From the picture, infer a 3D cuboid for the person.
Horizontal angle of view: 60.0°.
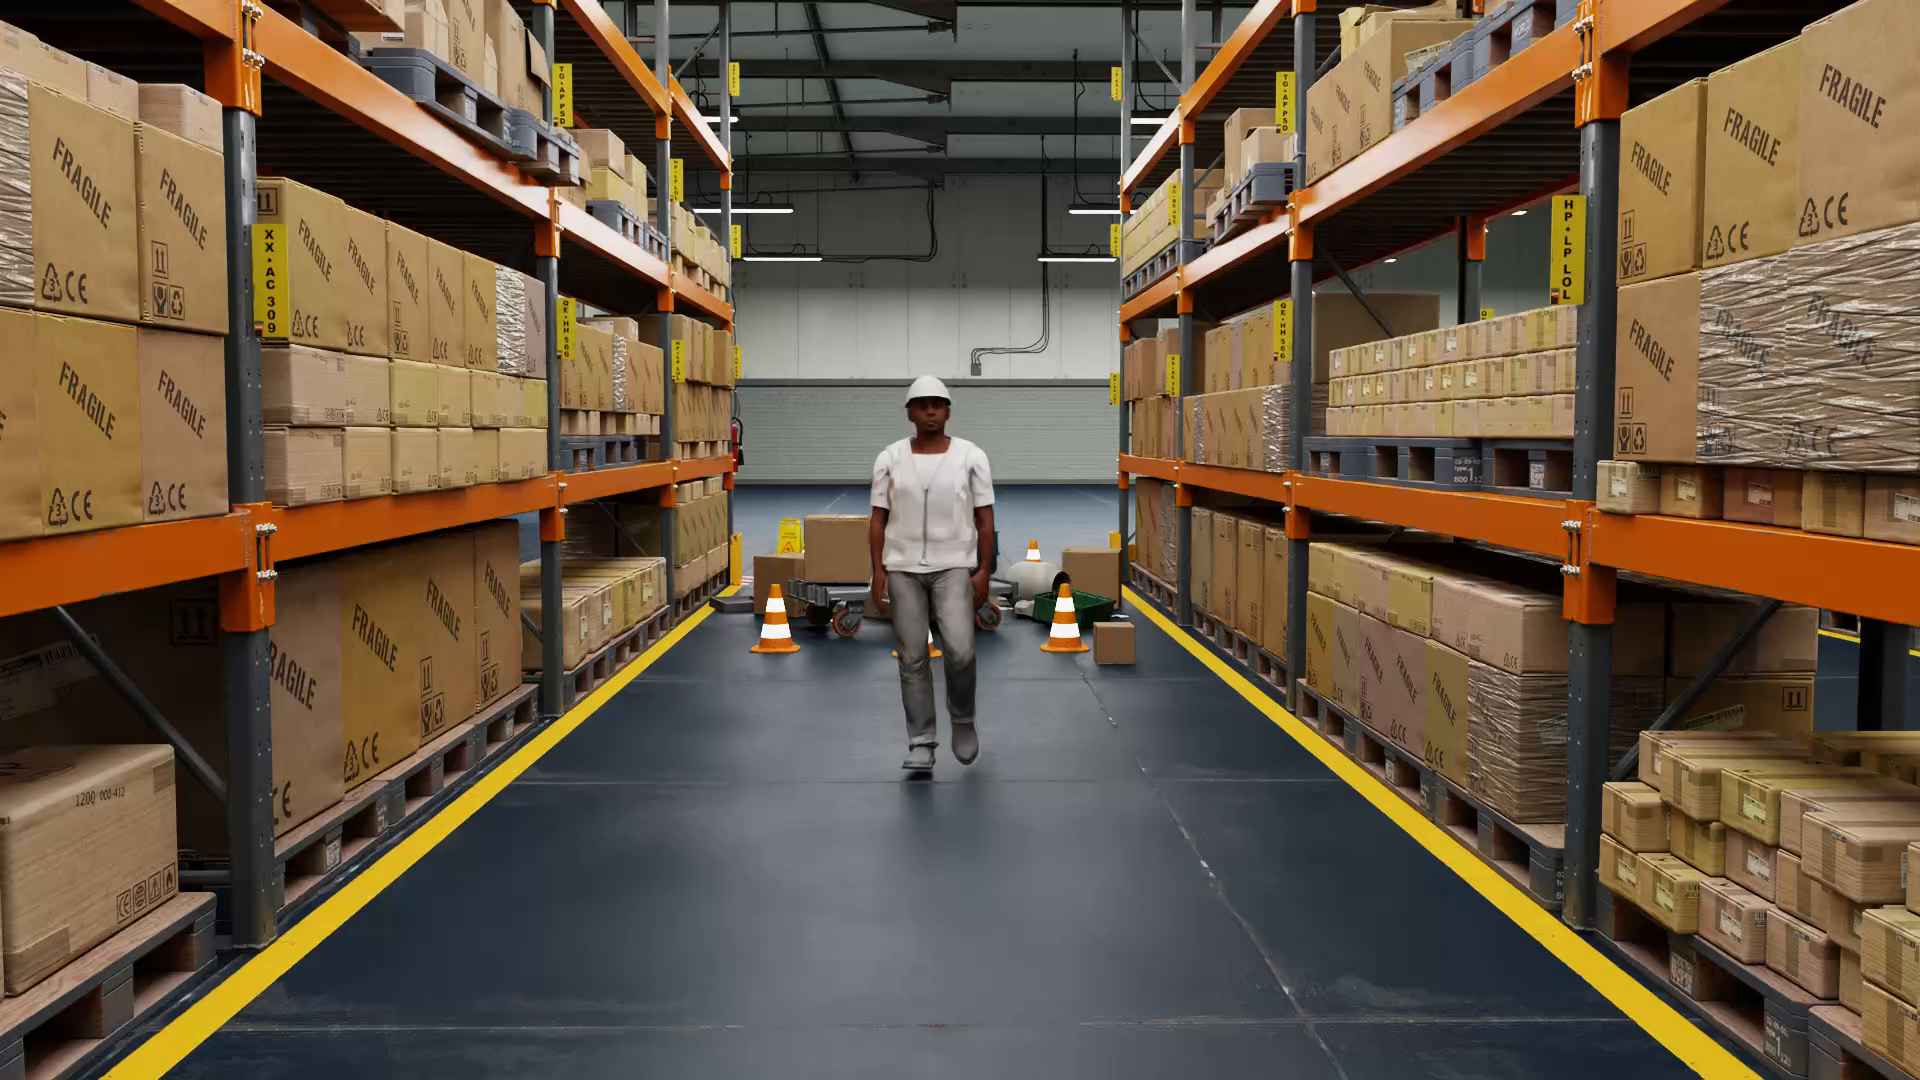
[{"bbox_3d":[-0.134,0.143,7.452,0.565,1.759,0.475,1,4,8],"label":"person"}]
